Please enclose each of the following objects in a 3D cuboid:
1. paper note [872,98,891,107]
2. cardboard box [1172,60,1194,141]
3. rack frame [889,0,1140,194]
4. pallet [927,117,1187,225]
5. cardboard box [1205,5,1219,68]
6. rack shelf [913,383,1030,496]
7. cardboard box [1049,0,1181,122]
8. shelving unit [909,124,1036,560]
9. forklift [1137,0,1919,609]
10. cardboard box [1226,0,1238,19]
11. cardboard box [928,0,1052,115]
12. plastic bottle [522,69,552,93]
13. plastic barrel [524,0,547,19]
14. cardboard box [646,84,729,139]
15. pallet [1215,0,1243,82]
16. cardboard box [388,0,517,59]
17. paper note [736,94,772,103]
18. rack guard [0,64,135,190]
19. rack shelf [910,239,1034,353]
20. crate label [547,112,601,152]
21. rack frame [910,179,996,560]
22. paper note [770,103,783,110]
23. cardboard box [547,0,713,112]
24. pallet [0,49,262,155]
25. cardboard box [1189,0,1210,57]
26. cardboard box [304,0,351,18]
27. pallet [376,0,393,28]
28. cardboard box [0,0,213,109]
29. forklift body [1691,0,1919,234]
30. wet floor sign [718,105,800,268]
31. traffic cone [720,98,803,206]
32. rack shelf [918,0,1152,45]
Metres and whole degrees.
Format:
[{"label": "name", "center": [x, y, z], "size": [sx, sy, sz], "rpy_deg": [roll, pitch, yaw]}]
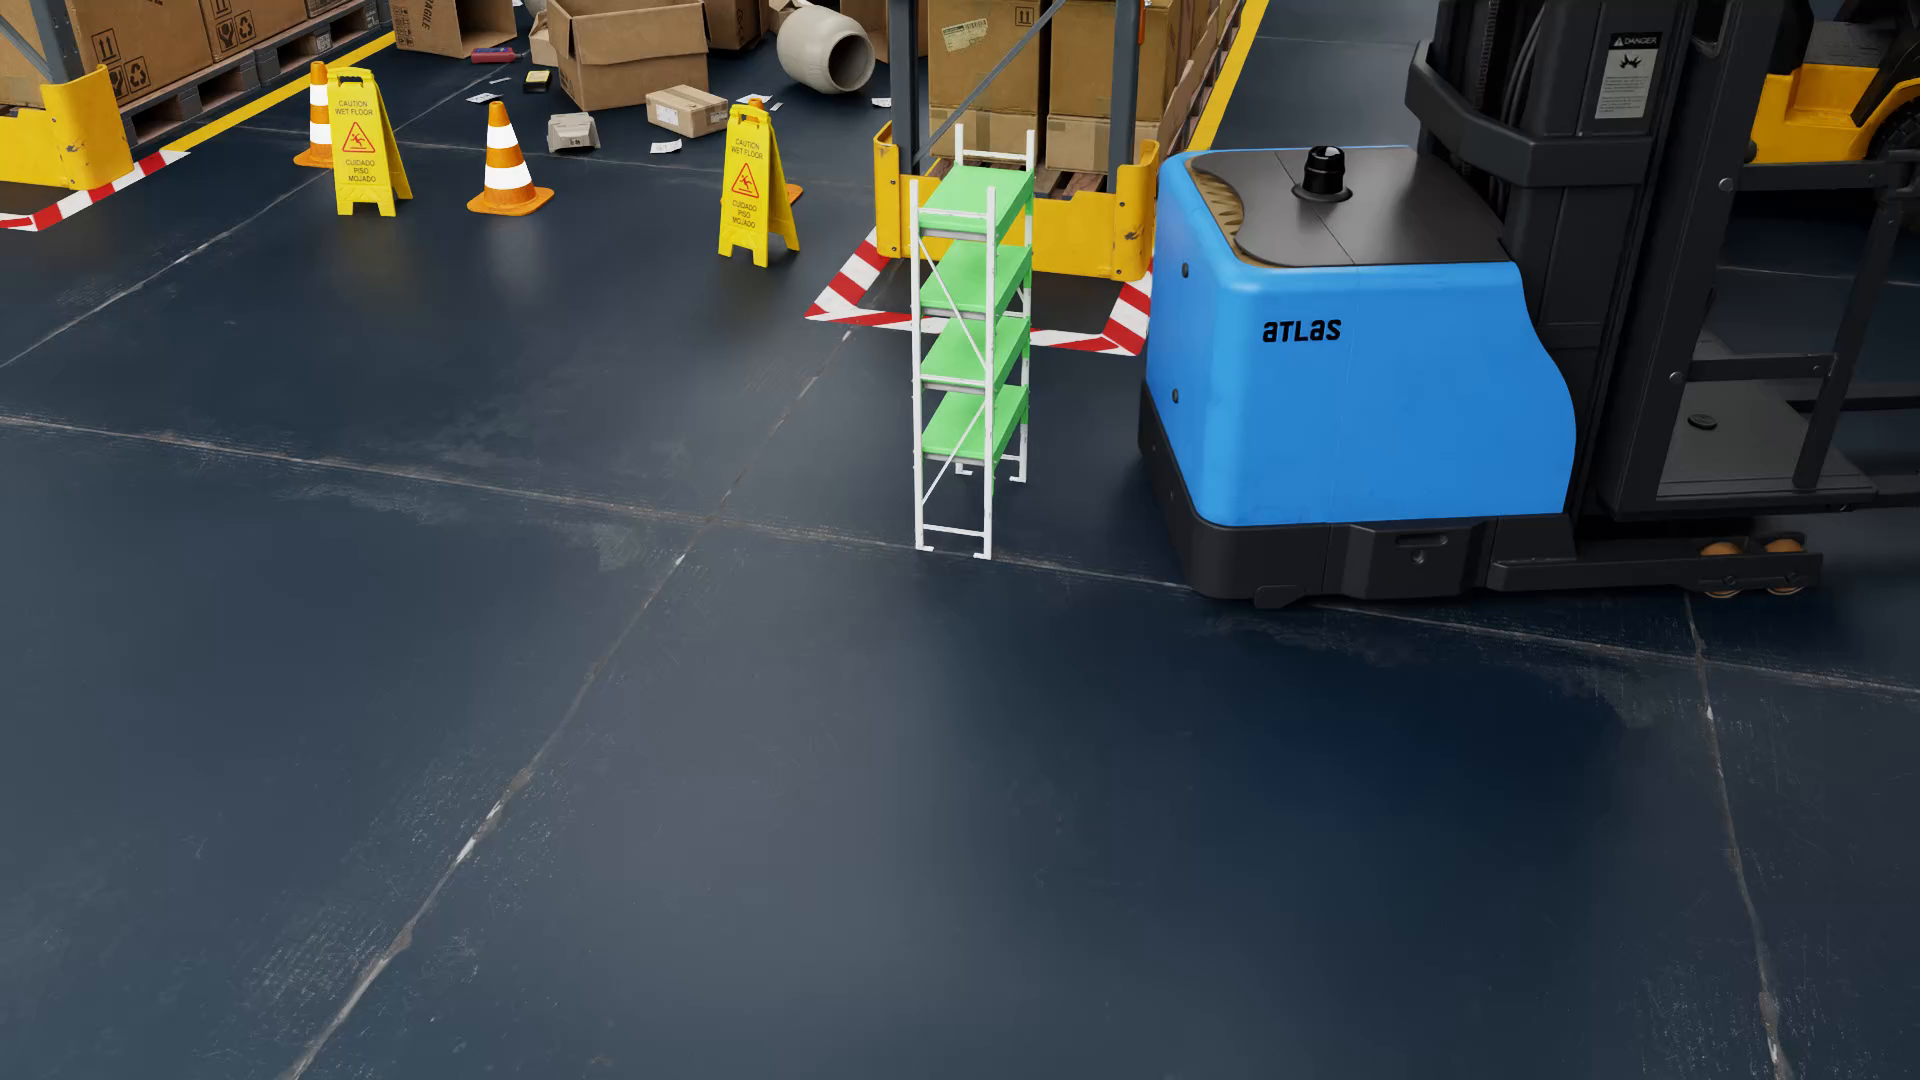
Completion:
[{"label": "paper note", "center": [-0.399, -2.359, 8.933], "size": [0.142, 0.019, 0.148], "rpy_deg": [-3, 33, -4]}, {"label": "cardboard box", "center": [0.823, -2.128, 7.973], "size": [0.500, 0.250, 0.500], "rpy_deg": [9, 34, 14]}, {"label": "rack frame", "center": [0.214, -2.466, 6.334], "size": [1.000, 3.000, 0.127], "rpy_deg": [8, 33, 12]}, {"label": "pallet", "center": [0.474, -1.746, 7.799], "size": [1.003, 0.211, 1.213], "rpy_deg": [8, 33, 12]}, {"label": "cardboard box", "center": [1.080, -2.675, 8.833], "size": [0.500, 0.250, 0.500], "rpy_deg": [9, 33, 13]}, {"label": "rack shelf", "center": [0.042, -0.336, 5.226], "size": [0.258, 0.148, 0.480], "rpy_deg": [8, 33, 12]}, {"label": "cardboard box", "center": [0.692, -2.193, 7.376], "size": [0.500, 0.500, 0.500], "rpy_deg": [7, 33, 11]}, {"label": "shelving unit", "center": [0.042, -0.592, 5.063], "size": [0.258, 1.200, 0.503], "rpy_deg": [8, 33, 12]}, {"label": "forklift", "center": [2.146, -1.345, 4.633], "size": [3.031, 2.935, 1.130], "rpy_deg": [-3, 33, -4]}, {"label": "cardboard box", "center": [1.339, -3.216, 9.684], "size": [0.500, 0.250, 0.500], "rpy_deg": [10, 34, 15]}, {"label": "cardboard box", "center": [0.165, -2.251, 7.467], "size": [0.500, 0.500, 0.500], "rpy_deg": [8, 33, 13]}, {"label": "plastic bottle", "center": [-2.334, -2.546, 9.198], "size": [0.133, 0.061, 0.283], "rpy_deg": [-3, 33, -4]}, {"label": "plastic barrel", "center": [-2.389, -3.279, 10.013], "size": [0.421, 0.421, 0.512], "rpy_deg": [-21, 38, -29]}, {"label": "cardboard box", "center": [-1.408, -2.218, 8.600], "size": [0.380, 0.149, 0.250], "rpy_deg": [28, 42, 36]}, {"label": "pallet", "center": [1.093, -3.012, 9.791], "size": [1.003, 0.211, 1.213], "rpy_deg": [8, 33, 12]}, {"label": "cardboard box", "center": [-2.986, -3.164, 9.759], "size": [0.500, 0.500, 0.500], "rpy_deg": [14, 35, 21]}, {"label": "paper note", "center": [-1.111, -2.390, 8.992], "size": [0.148, 0.019, 0.142], "rpy_deg": [20, 38, 29]}, {"label": "rack guard", "center": [-4.606, -2.021, 7.962], "size": [1.175, 0.500, 0.348], "rpy_deg": [8, 33, 12]}, {"label": "rack shelf", "center": [0.042, -0.741, 4.969], "size": [0.258, 0.148, 0.480], "rpy_deg": [8, 33, 12]}, {"label": "crate label", "center": [-1.945, -2.048, 8.344], "size": [0.250, 0.136, 0.298], "rpy_deg": [-8, 33, -13]}, {"label": "rack frame", "center": [-0.020, -0.466, 4.864], "size": [0.240, 1.200, 0.015], "rpy_deg": [8, 33, 12]}, {"label": "paper note", "center": [-0.980, -2.316, 8.883], "size": [0.032, 0.001, 0.123], "rpy_deg": [8, 33, 12]}, {"label": "cardboard box", "center": [-1.789, -2.669, 8.979], "size": [0.797, 0.503, 0.637], "rpy_deg": [-14, 35, -21]}, {"label": "pallet", "center": [-4.472, -2.337, 8.729], "size": [1.003, 0.211, 1.213], "rpy_deg": [8, 33, 12]}, {"label": "cardboard box", "center": [0.955, -2.724, 8.212], "size": [0.500, 0.500, 0.500], "rpy_deg": [9, 33, 13]}, {"label": "cardboard box", "center": [-4.037, -3.659, 9.799], "size": [0.875, 0.875, 0.875], "rpy_deg": [8, 33, 13]}, {"label": "pallet", "center": [-3.853, -3.603, 10.721], "size": [1.003, 0.211, 1.213], "rpy_deg": [8, 33, 12]}, {"label": "cardboard box", "center": [-4.492, -2.729, 8.336], "size": [0.875, 0.875, 0.875], "rpy_deg": [8, 33, 13]}, {"label": "forklift body", "center": [3.733, -2.667, 7.440], "size": [2.313, 2.155, 1.214], "rpy_deg": [8, 33, 12]}, {"label": "wet floor sign", "center": [-0.869, -1.520, 7.039], "size": [0.267, 0.644, 0.232], "rpy_deg": [20, 38, 29]}, {"label": "traffic cone", "center": [-0.925, -1.795, 7.642], "size": [0.336, 0.463, 0.334], "rpy_deg": [8, 33, 12]}, {"label": "rack shelf", "center": [0.721, -3.201, 8.159], "size": [1.077, 0.370, 4.000], "rpy_deg": [8, 33, 12]}]
